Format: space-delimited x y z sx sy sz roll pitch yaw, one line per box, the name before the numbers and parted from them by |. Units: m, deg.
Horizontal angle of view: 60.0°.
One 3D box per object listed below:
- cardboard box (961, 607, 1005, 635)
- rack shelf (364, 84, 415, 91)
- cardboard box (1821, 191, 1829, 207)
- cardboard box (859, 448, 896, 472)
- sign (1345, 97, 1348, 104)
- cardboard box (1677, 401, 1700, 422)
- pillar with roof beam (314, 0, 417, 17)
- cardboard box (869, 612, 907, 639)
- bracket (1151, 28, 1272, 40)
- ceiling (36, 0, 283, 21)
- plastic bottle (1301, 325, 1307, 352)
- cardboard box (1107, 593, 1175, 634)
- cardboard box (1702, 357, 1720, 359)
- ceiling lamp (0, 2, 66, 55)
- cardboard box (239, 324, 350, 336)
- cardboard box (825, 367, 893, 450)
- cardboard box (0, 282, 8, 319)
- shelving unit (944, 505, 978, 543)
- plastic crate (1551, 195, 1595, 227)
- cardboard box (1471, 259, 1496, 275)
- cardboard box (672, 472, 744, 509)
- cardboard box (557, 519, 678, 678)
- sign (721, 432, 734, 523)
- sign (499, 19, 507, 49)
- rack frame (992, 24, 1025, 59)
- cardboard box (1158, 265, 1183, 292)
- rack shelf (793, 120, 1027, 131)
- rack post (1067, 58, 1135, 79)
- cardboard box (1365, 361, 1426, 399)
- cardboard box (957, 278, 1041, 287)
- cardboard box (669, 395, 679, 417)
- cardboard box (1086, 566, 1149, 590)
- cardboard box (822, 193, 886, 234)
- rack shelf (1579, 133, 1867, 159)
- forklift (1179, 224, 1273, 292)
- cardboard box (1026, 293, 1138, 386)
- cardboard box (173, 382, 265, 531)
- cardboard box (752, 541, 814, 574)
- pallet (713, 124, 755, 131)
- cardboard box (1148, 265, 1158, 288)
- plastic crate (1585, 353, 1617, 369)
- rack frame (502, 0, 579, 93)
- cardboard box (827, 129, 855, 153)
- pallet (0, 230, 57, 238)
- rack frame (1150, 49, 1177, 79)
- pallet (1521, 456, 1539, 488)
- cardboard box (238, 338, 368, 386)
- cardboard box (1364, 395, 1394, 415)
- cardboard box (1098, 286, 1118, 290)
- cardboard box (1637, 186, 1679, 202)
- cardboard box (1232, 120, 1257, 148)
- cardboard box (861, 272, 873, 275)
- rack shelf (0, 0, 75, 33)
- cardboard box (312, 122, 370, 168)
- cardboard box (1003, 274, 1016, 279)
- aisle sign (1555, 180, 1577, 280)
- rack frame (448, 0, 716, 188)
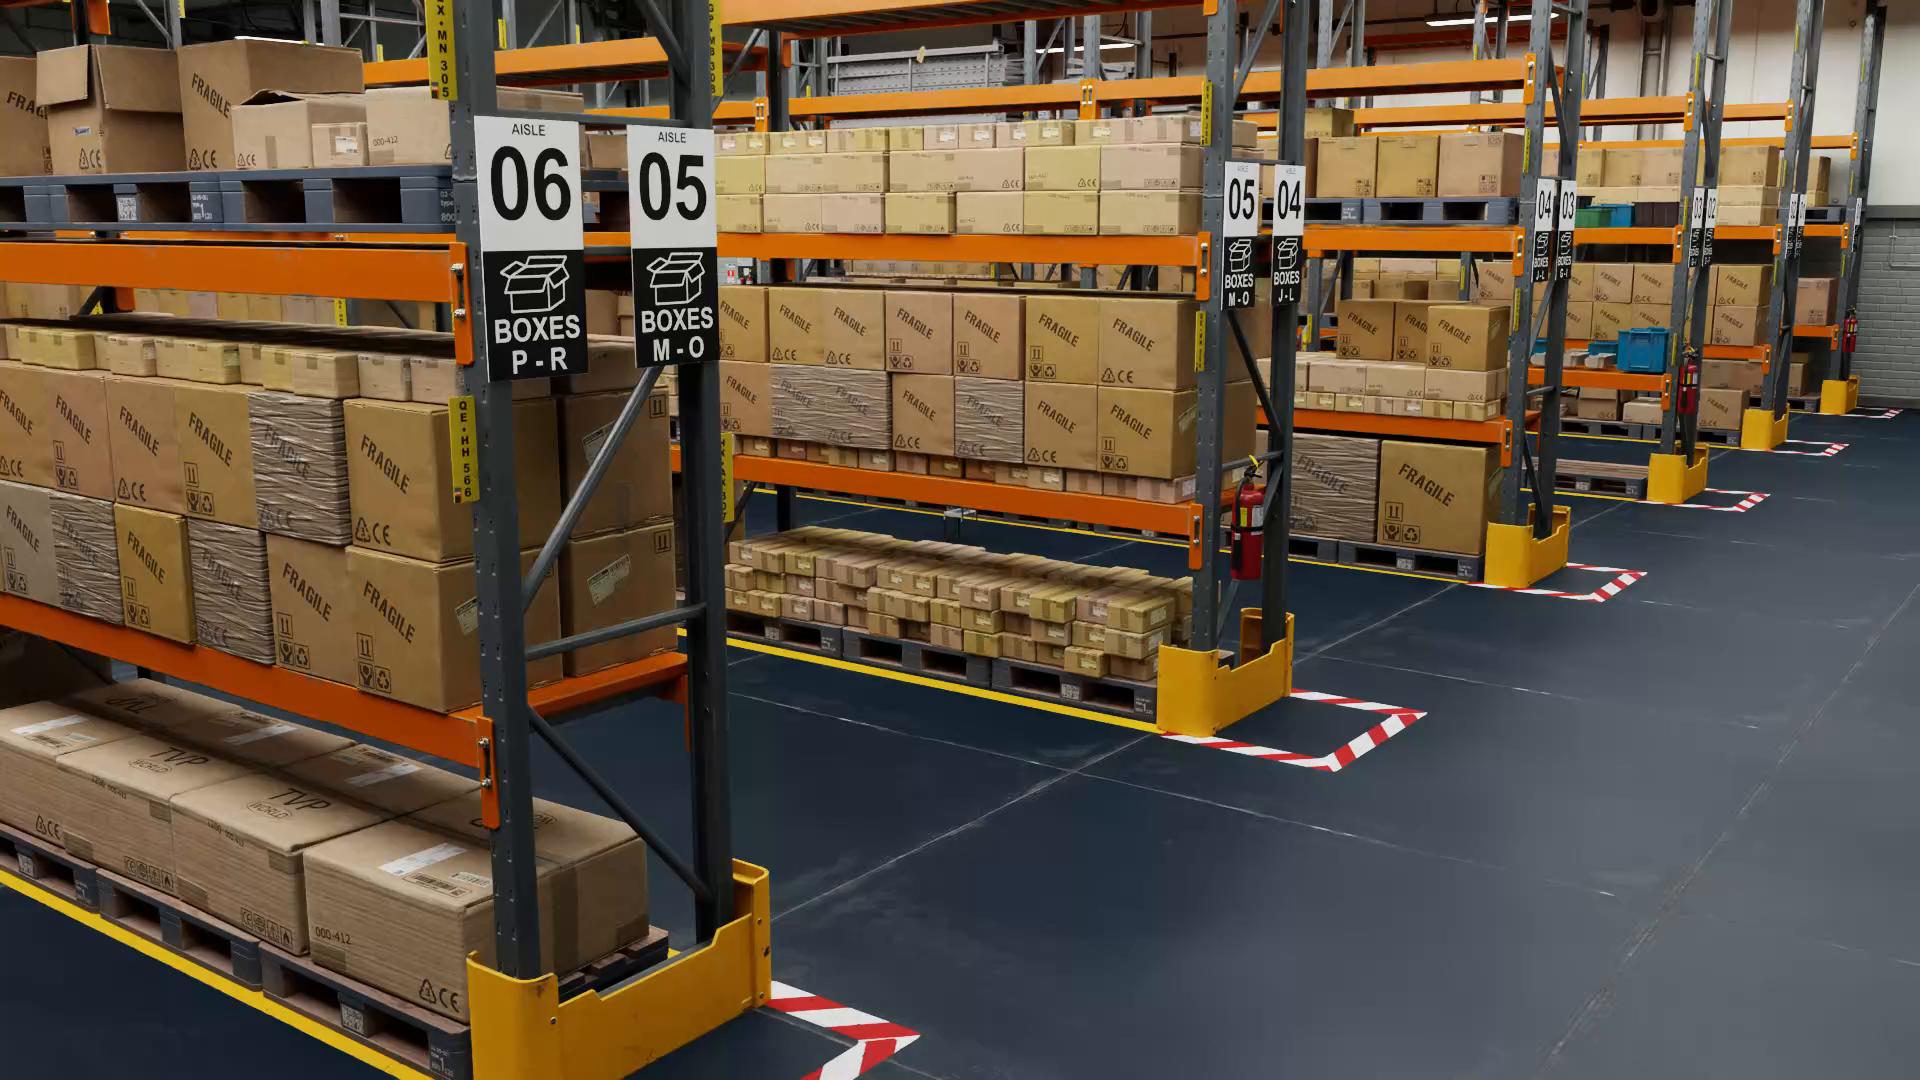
cardboard box | 0.218 0.473 10.524 0.250 0.149 0.380 8 14 36
rack shelf | -6.403 -3.964 14.997 4.000 0.370 1.077 8 13 36
cardboard box | 13.027 -5.241 25.573 0.500 0.250 0.500 9 14 38
cardboard box | -0.442 -0.548 10.847 0.250 0.149 0.380 9 14 38
sign | 6.709 -7.725 28.822 0.005 0.325 0.100 8 13 36
cardboard box | 9.868 -1.735 22.403 0.500 0.250 0.500 8 13 36
pillar with roof beam | -15.406 -9.630 41.334 0.548 9.000 9.100 8 13 36
cardboard box | -0.394 0.529 11.017 0.250 0.149 0.380 8 13 34
bracket | 3.852 -9.642 31.919 4.783 0.066 0.076 8 13 36
ceiling | -23.223 -15.873 49.916 6.000 0.001 6.000 8 13 36
plastic bottle | 4.258 -2.470 20.249 0.185 0.351 0.144 8 13 36
cardboard box | 1.081 0.436 9.931 0.250 0.149 0.380 8 14 36
cardboard box | 12.043 -2.987 26.559 0.250 0.149 0.380 8 14 36
ceiling lamp | -19.353 -11.162 33.887 0.800 3.185 2.000 8 13 36
cardboard box | -2.779 -0.819 6.981 0.250 0.149 0.380 8 14 36
cardboard box | -0.529 -0.878 10.846 0.500 0.500 0.500 8 13 34
cardboard box | -10.094 -2.668 17.905 0.550 0.550 0.875 8 13 36
shelving unit | 0.007 -0.441 15.160 0.210 0.900 0.258 8 13 36
plastic crate | 6.538 -3.607 18.261 0.767 0.338 0.504 8 13 36
cardboard box | 8.901 -4.620 28.158 0.500 0.250 0.500 8 14 37
cardboard box | -2.006 -0.365 12.738 0.500 0.250 0.500 7 13 33
cardboard box | -1.408 0.178 6.170 0.500 0.500 0.500 8 13 35
sign | -0.858 -0.223 6.019 0.005 0.325 0.100 8 13 36
sign | -5.333 -5.903 19.404 0.005 0.325 0.100 8 13 36
rack frame | 0.869 -7.003 27.756 0.127 3.000 1.000 8 13 36
cardboard box | 4.188 -5.019 31.874 0.500 0.500 0.700 8 14 36
rack shelf | -0.454 -5.471 22.783 4.000 0.370 1.077 8 13 36
rack post | 1.844 -5.976 21.090 0.986 0.289 0.624 8 13 36
cardboard box | 3.719 -1.336 13.868 0.500 0.250 0.500 8 13 35
cardboard box | 0.385 -2.333 16.508 0.637 0.503 0.797 8 14 36
cardboard box | -2.004 -0.991 12.032 0.250 0.149 0.380 8 13 34
cardboard box | 1.016 0.286 10.710 0.250 0.149 0.380 8 13 35
cardboard box | -0.532 -2.084 10.623 0.500 0.250 0.500 9 14 38
rack shelf | 11.858 -6.088 25.973 4.000 0.370 1.077 8 13 36
forklift | 2.961 -2.011 17.930 1.130 2.935 3.031 -1 11 -7
cardboard box | 0.733 -1.201 9.880 0.500 0.500 0.500 7 13 34
cardboard box | -2.556 -0.343 6.231 0.500 0.500 0.500 8 13 35
cardboard box | -1.225 0.118 11.577 0.250 0.149 0.380 9 14 38
pallet | -3.734 -6.181 25.060 1.213 0.211 1.003 8 13 36
cardboard box | 3.543 -5.205 32.628 0.500 0.500 0.500 8 13 34
plastic crate | 6.842 -1.914 17.785 0.243 0.136 0.396 8 13 36
rack frame | -4.997 -5.487 19.919 0.127 3.000 1.000 8 13 36
cardboard box | -0.637 -2.547 10.650 0.250 0.149 0.380 7 13 34
pallet | -5.183 -1.599 8.225 1.217 0.209 0.805 7 13 33
rack frame | 3.798 -7.762 31.678 0.127 3.000 1.000 8 13 36
pallet | 5.985 -0.817 18.919 1.213 0.211 1.003 8 13 36
cardboard box | -2.423 -0.659 6.156 0.250 0.149 0.380 8 13 35
cardboard box | 3.579 -1.144 13.929 0.250 0.149 0.380 8 14 37
cardboard box | 2.307 -3.902 27.260 0.500 0.500 0.500 8 14 36
cardboard box | 9.172 -4.485 21.715 0.500 0.250 0.500 8 13 36
cardboard box | 1.531 -2.356 9.662 0.250 0.149 0.380 8 13 35
cardboard box | -1.549 -4.711 29.735 0.250 0.149 0.380 8 13 35
rack shelf | -6.027 -2.745 8.697 4.000 0.370 1.077 8 13 36
cardboard box | -1.992 -1.351 5.733 0.250 0.149 0.380 7 13 31
cardboard box | 0.767 -4.485 28.564 0.250 0.149 0.380 8 13 35
aisle sign | 4.910 -2.506 13.464 0.004 0.787 0.394 8 13 36
rack frame | -1.191 -2.620 5.103 0.127 3.000 1.000 8 13 36
